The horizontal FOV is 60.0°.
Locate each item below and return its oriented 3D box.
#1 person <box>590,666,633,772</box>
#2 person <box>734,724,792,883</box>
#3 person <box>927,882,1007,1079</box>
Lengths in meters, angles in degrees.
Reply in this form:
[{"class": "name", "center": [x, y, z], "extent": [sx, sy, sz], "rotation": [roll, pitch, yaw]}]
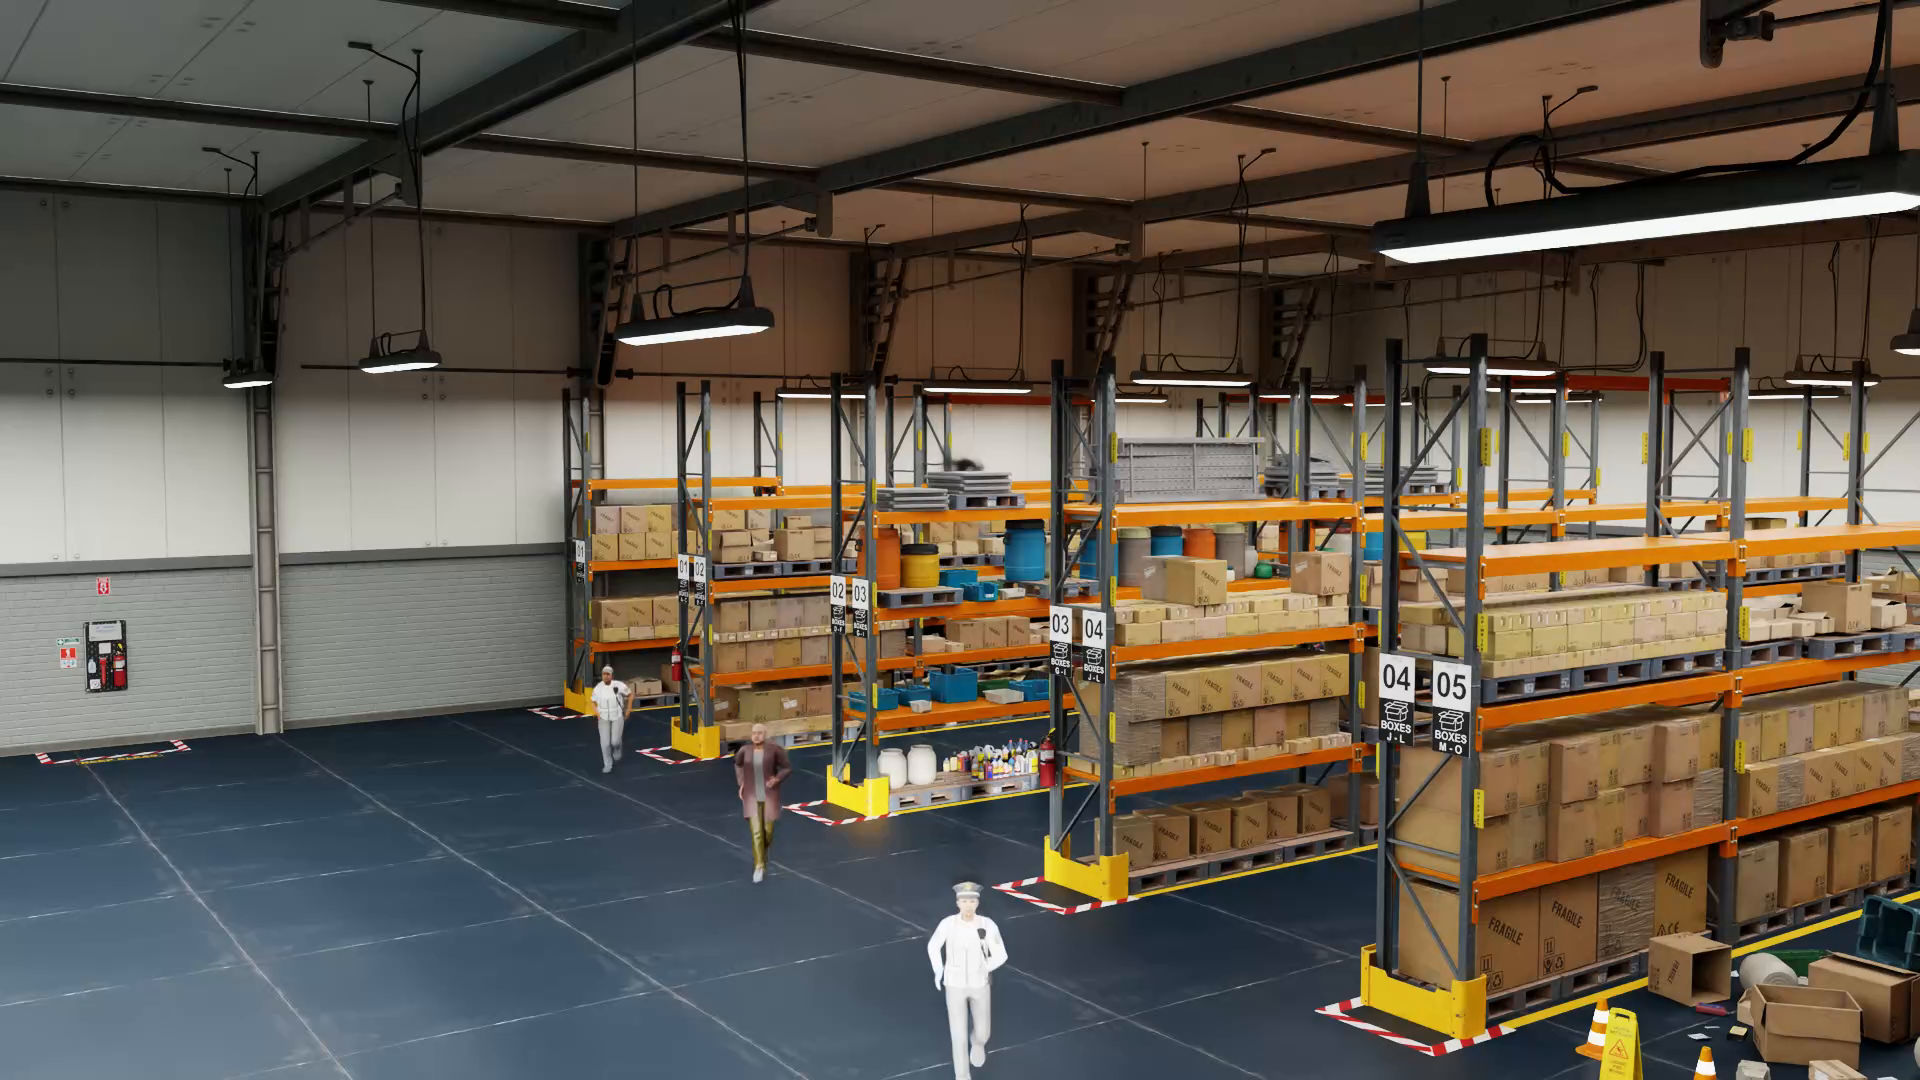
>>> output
[{"class": "person", "center": [-5.328, 2.737, 25.386], "extent": [0.633, 1.634, 0.589], "rotation": [0, 4, -2]}, {"class": "person", "center": [-2.316, 3.032, 19.488], "extent": [0.699, 1.778, 0.883], "rotation": [0, 4, -2]}, {"class": "person", "center": [0.056, 3.489, 13.032], "extent": [0.626, 1.665, 0.804], "rotation": [0, 4, -1]}]
